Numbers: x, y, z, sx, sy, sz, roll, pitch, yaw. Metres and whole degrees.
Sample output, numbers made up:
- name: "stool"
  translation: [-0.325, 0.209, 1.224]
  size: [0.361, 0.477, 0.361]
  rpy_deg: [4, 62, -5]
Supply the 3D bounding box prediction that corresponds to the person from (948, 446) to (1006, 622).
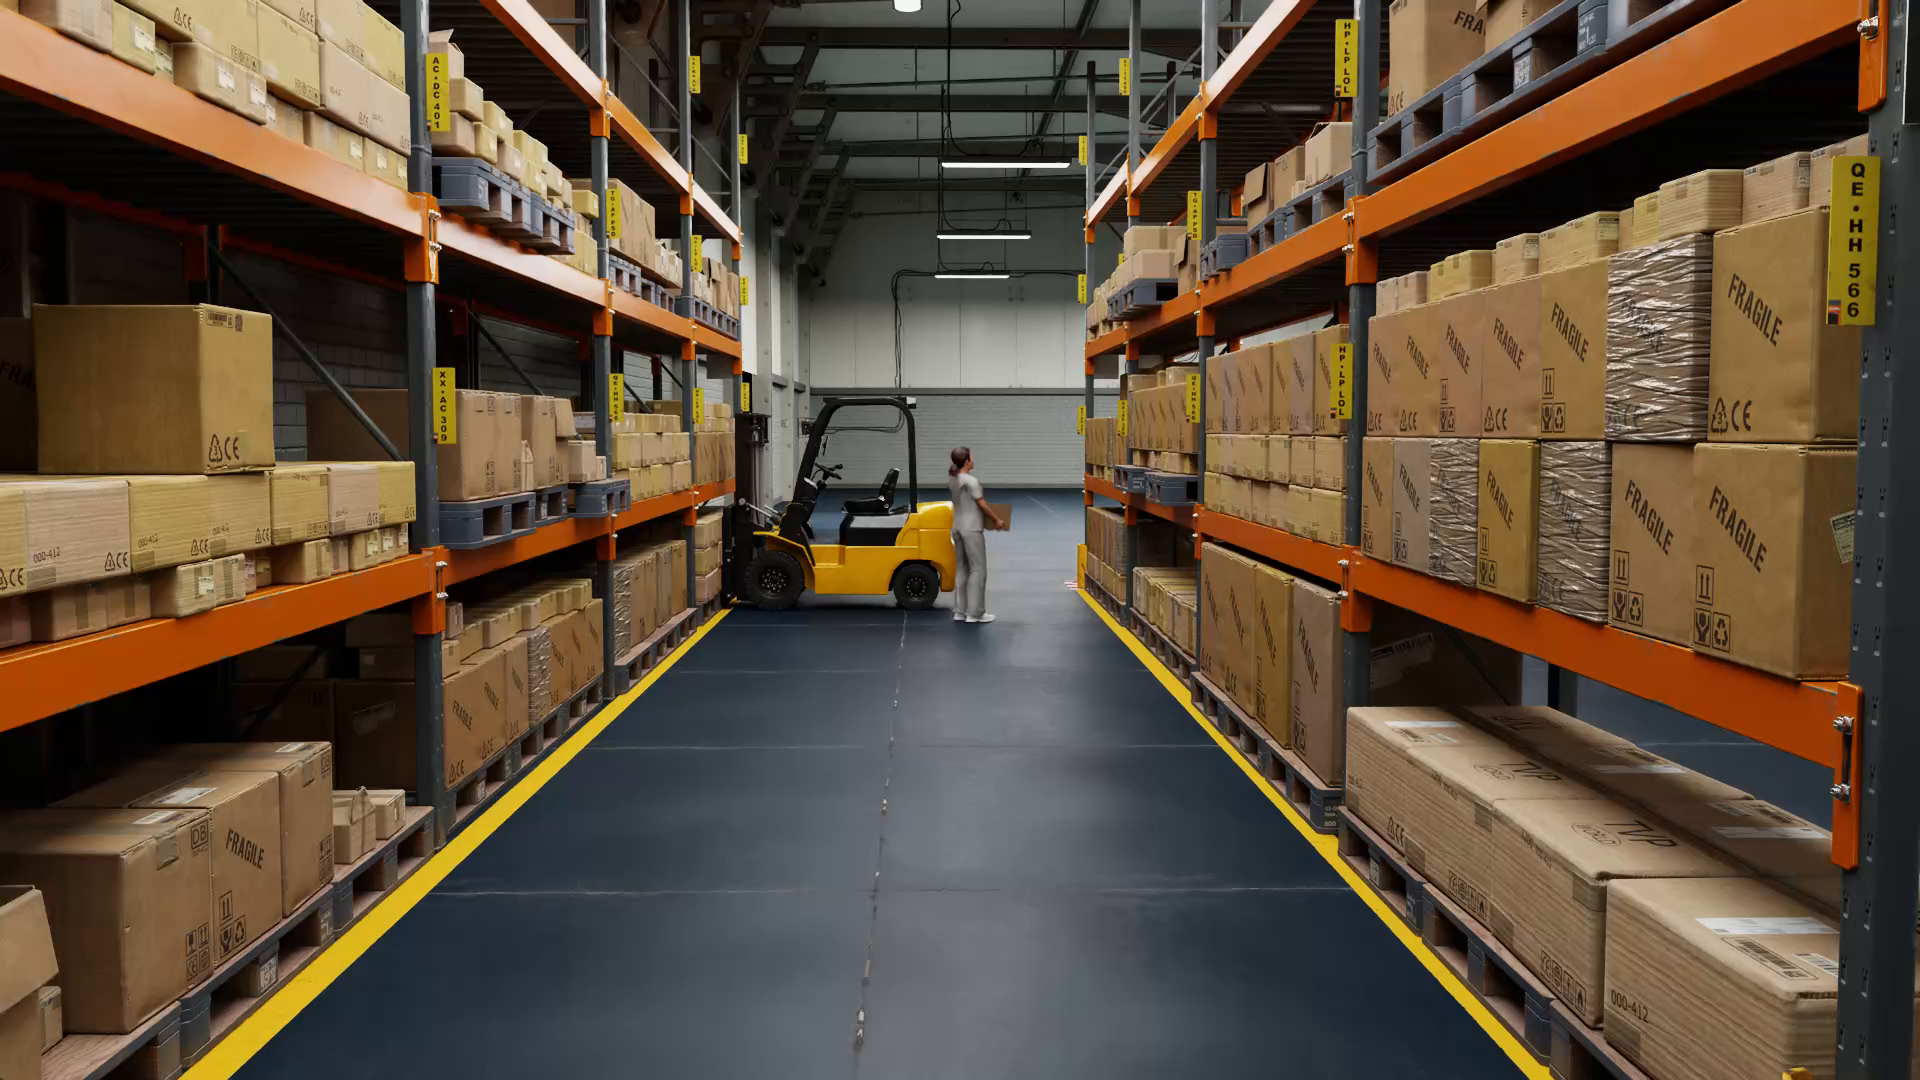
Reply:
- name: "person"
  translation: [0.135, -0.061, 15.888]
  size: [0.551, 1.671, 0.444]
  rpy_deg: [-2, 4, -31]
